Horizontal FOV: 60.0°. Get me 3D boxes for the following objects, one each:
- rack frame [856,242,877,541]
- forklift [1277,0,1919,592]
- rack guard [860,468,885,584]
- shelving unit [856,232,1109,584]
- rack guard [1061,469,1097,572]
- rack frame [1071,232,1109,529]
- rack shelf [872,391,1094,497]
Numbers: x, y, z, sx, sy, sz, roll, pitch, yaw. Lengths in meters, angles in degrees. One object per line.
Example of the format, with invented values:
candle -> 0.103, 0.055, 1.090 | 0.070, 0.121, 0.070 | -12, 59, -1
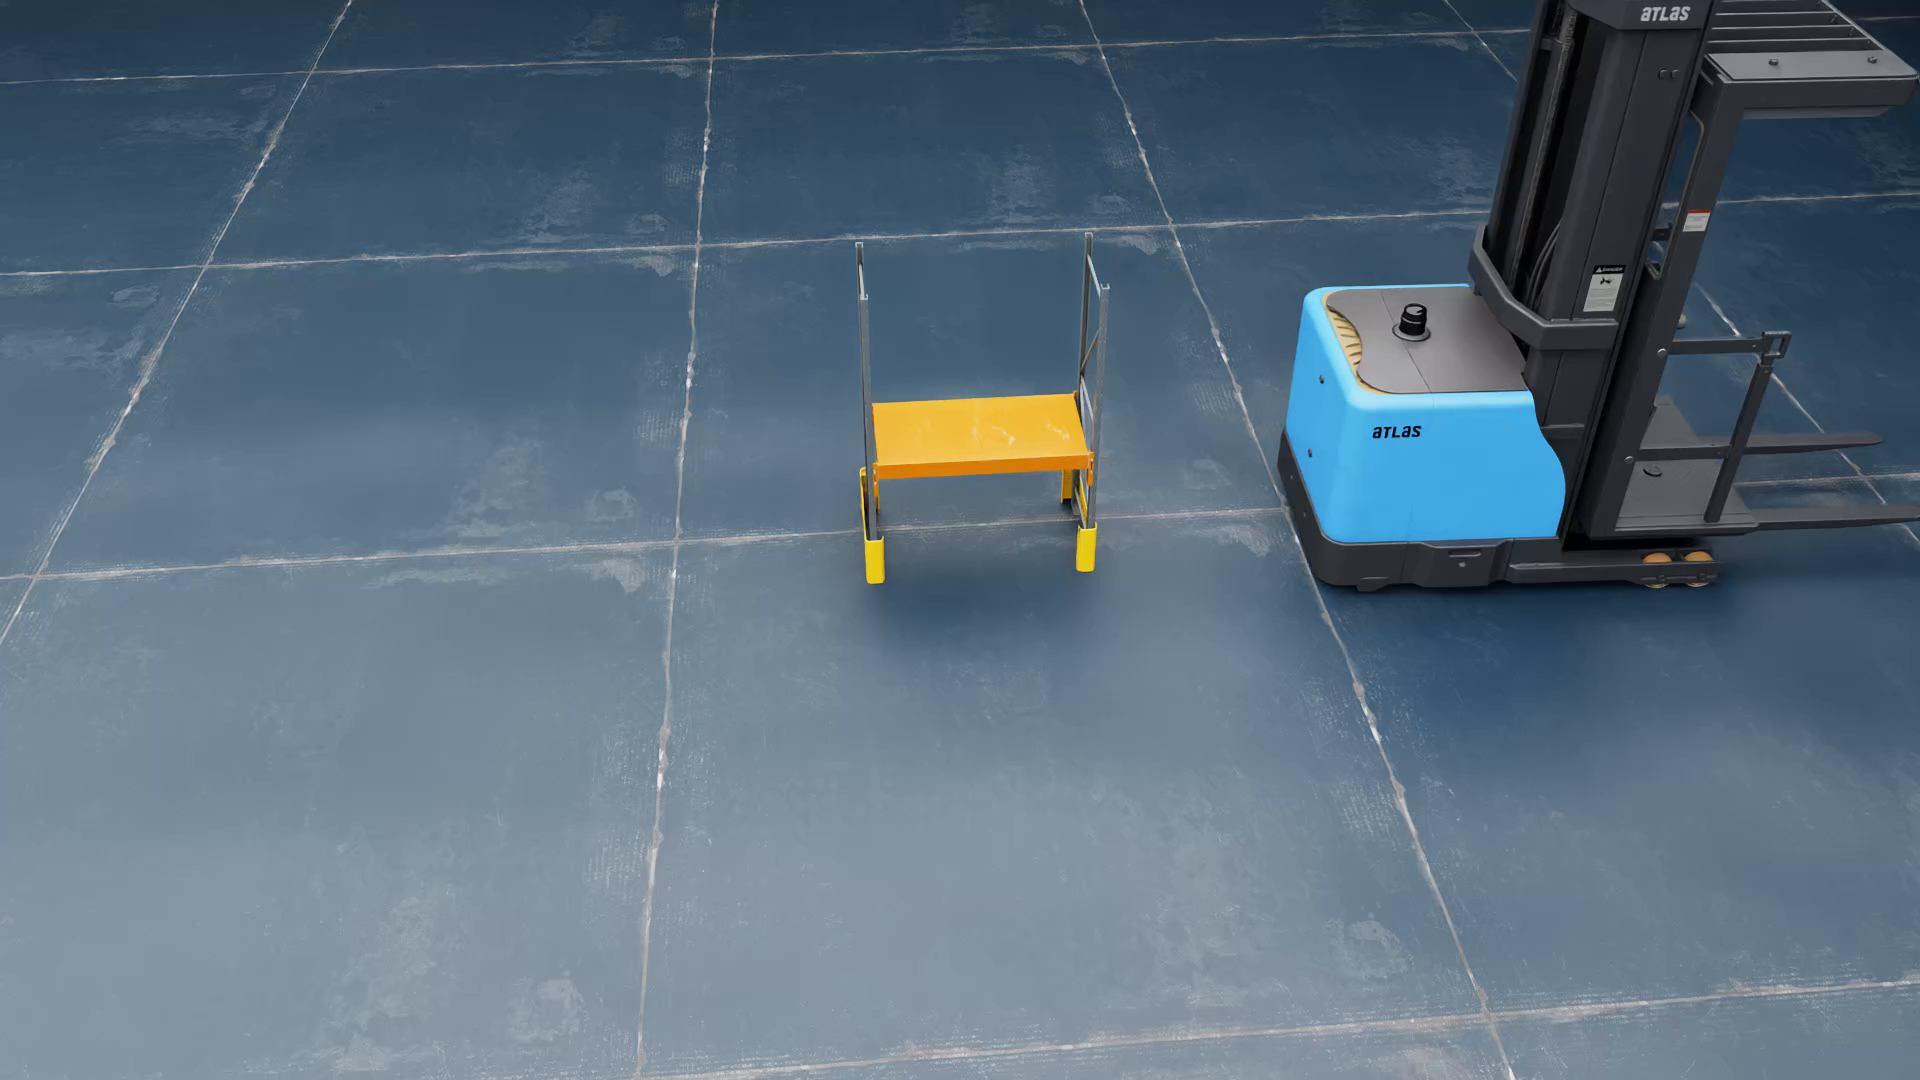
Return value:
rack frame -> -0.421, -0.566, 7.578 | 0.032, 1.500, 0.500 | -3, 38, -4
forklift -> 3.143, -1.253, 7.294 | 3.031, 2.935, 1.130 | -2, 38, -2
rack guard -> -0.420, -0.075, 7.965 | 0.087, 0.250, 0.587 | -3, 38, -4
shelving unit -> 0.076, -0.593, 7.613 | 1.083, 1.500, 0.587 | -3, 38, -4
rack guard -> 0.572, -0.130, 8.034 | 0.087, 0.250, 0.587 | -3, 38, -4
rack frame -> 0.591, -0.621, 7.649 | 0.032, 1.500, 0.500 | -3, 38, -4
rack shelf -> 0.085, -0.452, 7.725 | 1.000, 0.185, 0.538 | -3, 38, -4
